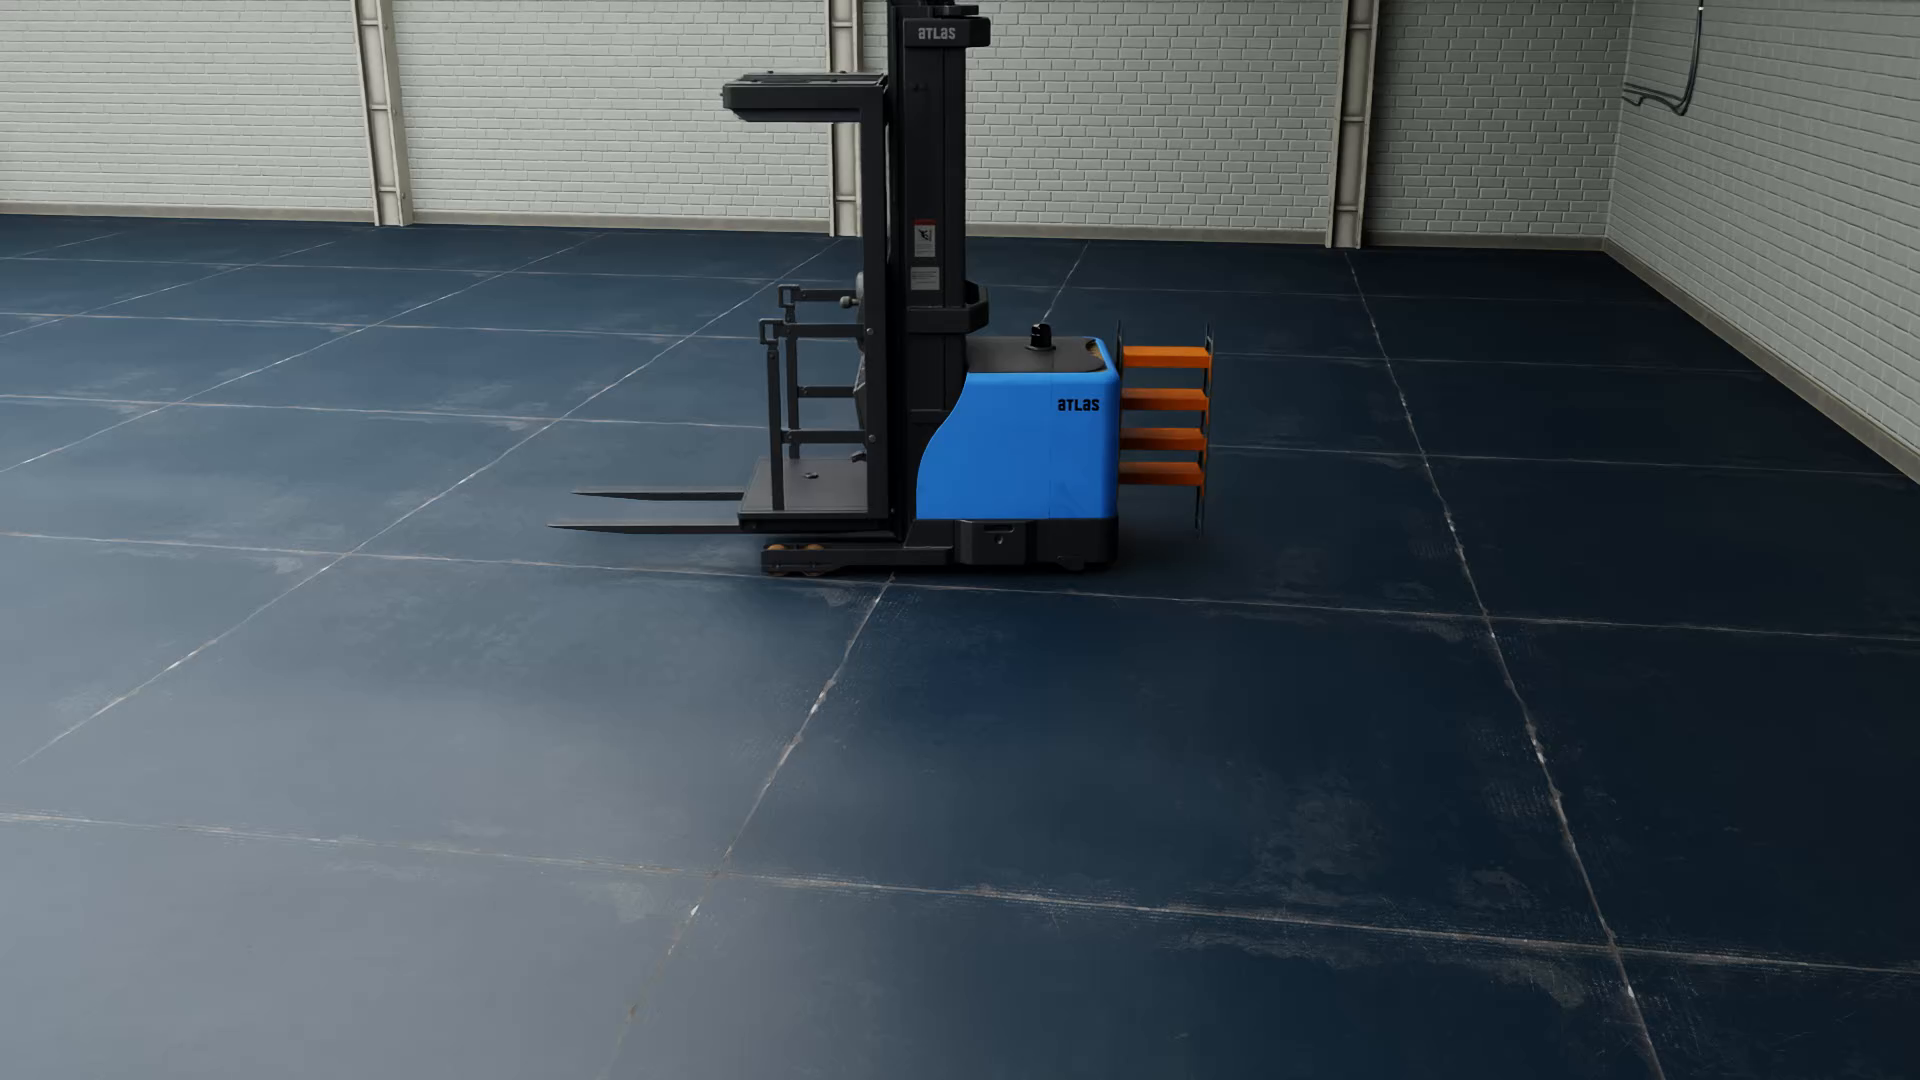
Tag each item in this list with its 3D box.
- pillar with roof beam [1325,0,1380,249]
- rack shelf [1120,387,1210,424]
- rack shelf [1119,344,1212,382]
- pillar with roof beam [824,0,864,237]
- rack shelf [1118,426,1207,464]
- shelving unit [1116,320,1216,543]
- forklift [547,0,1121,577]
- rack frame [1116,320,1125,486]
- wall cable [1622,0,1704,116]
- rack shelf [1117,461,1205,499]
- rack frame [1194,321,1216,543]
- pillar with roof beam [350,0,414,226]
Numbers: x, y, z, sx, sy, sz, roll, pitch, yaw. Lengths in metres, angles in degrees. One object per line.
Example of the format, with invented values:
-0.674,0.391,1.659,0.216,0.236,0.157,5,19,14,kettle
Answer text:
3.855,-6.400,14.249,0.400,9.000,9.100,3,19,9,pillar with roof beam
1.109,-0.741,9.123,0.480,0.148,0.258,1,18,0,rack shelf
1.112,-0.965,9.048,0.480,0.148,0.258,1,18,0,rack shelf
-2.069,-6.702,15.152,0.400,9.000,9.100,3,19,9,pillar with roof beam
1.106,-0.529,9.194,0.480,0.148,0.258,1,18,0,rack shelf
1.107,-0.593,9.173,0.503,1.200,0.258,1,18,0,shelving unit
-0.684,-1.365,8.762,3.031,2.935,1.130,0,19,0,forklift
0.863,-0.596,9.171,0.015,1.200,0.240,1,18,0,rack frame
7.237,-5.714,17.092,0.112,2.526,3.097,3,19,9,wall cable
1.103,-0.341,9.257,0.480,0.148,0.258,1,18,0,rack shelf
1.351,-0.590,9.174,0.015,1.200,0.240,1,18,0,rack frame
-7.993,-7.004,16.054,0.400,9.000,9.100,3,19,9,pillar with roof beam
